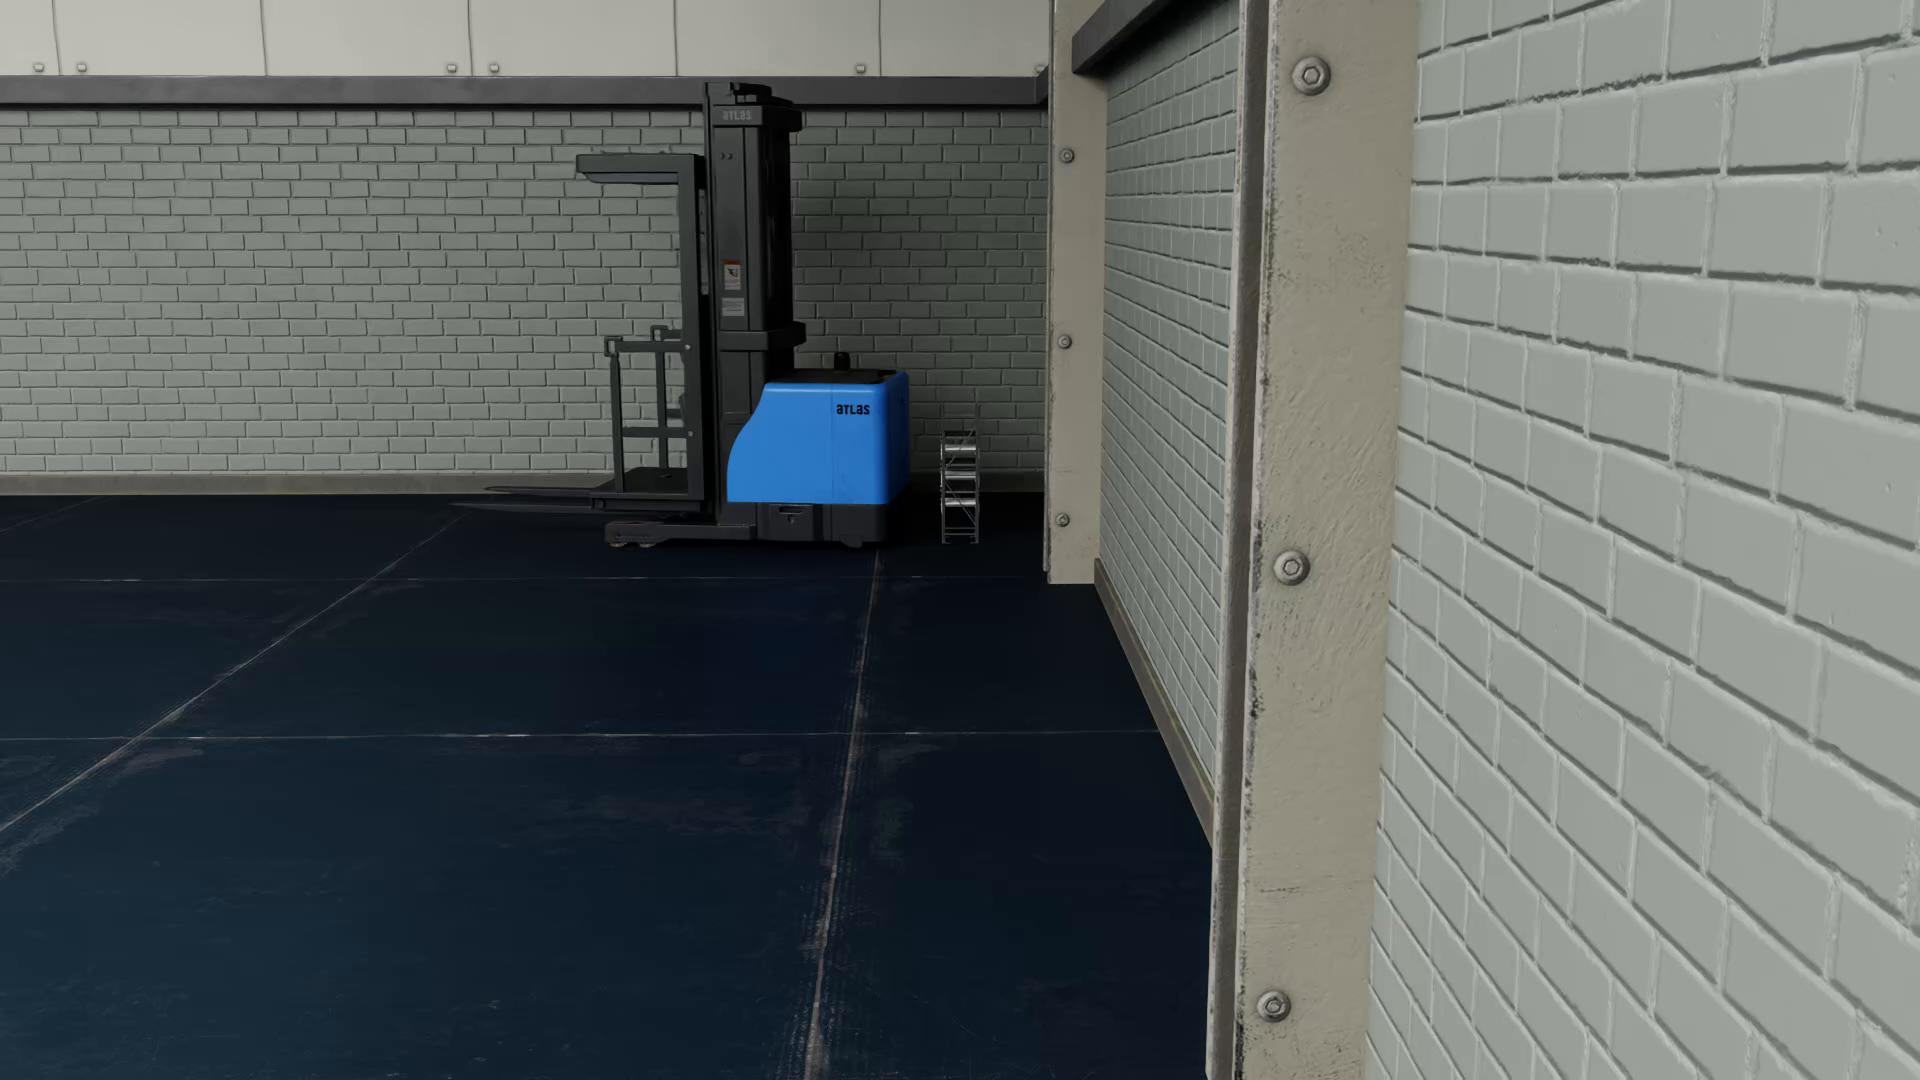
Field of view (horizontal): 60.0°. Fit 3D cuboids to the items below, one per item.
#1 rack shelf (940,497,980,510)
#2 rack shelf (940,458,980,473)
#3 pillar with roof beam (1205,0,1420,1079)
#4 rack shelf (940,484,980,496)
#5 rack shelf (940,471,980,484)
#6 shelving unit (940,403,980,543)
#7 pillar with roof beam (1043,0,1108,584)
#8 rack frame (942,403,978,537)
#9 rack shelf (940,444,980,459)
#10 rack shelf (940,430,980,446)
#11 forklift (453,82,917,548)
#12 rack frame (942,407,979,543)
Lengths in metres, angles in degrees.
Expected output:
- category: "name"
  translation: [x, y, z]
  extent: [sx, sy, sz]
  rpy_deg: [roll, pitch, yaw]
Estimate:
- category: "rack shelf"
  translation: [0.000, -0.230, 11.004]
  extent: [0.258, 0.077, 0.200]
  rpy_deg: [0, 11, -1]
- category: "rack shelf"
  translation: [0.000, -0.495, 10.950]
  extent: [0.258, 0.077, 0.200]
  rpy_deg: [0, 11, -1]
- category: "pillar with roof beam"
  translation: [-3.511, -2.983, 3.130]
  extent: [9.100, 9.000, 0.400]
  rpy_deg: [0, 11, -1]
- category: "rack shelf"
  translation: [0.000, -0.319, 10.986]
  extent: [0.258, 0.077, 0.200]
  rpy_deg: [0, 11, -1]
- category: "rack shelf"
  translation: [0.000, -0.407, 10.968]
  extent: [0.258, 0.077, 0.200]
  rpy_deg: [0, 11, -1]
- category: "shelving unit"
  translation: [0.000, -0.439, 10.962]
  extent: [0.258, 0.900, 0.210]
  rpy_deg: [0, 11, -1]
- category: "pillar with roof beam"
  translation: [-3.635, -4.176, 9.009]
  extent: [9.100, 9.000, 0.400]
  rpy_deg: [0, 11, -1]
- category: "rack frame"
  translation: [-0.002, -0.460, 11.061]
  extent: [0.240, 0.900, 0.006]
  rpy_deg: [0, 11, -1]
- category: "rack shelf"
  translation: [0.000, -0.583, 10.933]
  extent: [0.258, 0.077, 0.200]
  rpy_deg: [0, 11, -1]
- category: "rack shelf"
  translation: [0.000, -0.671, 10.915]
  extent: [0.258, 0.077, 0.200]
  rpy_deg: [0, 11, -1]
- category: "forklift"
  translation: [-1.854, -1.489, 11.025]
  extent: [3.031, 2.935, 1.130]
  rpy_deg: [1, 12, 7]
- category: "rack frame"
  translation: [0.002, -0.419, 10.862]
  extent: [0.240, 0.900, 0.006]
  rpy_deg: [0, 11, -1]
